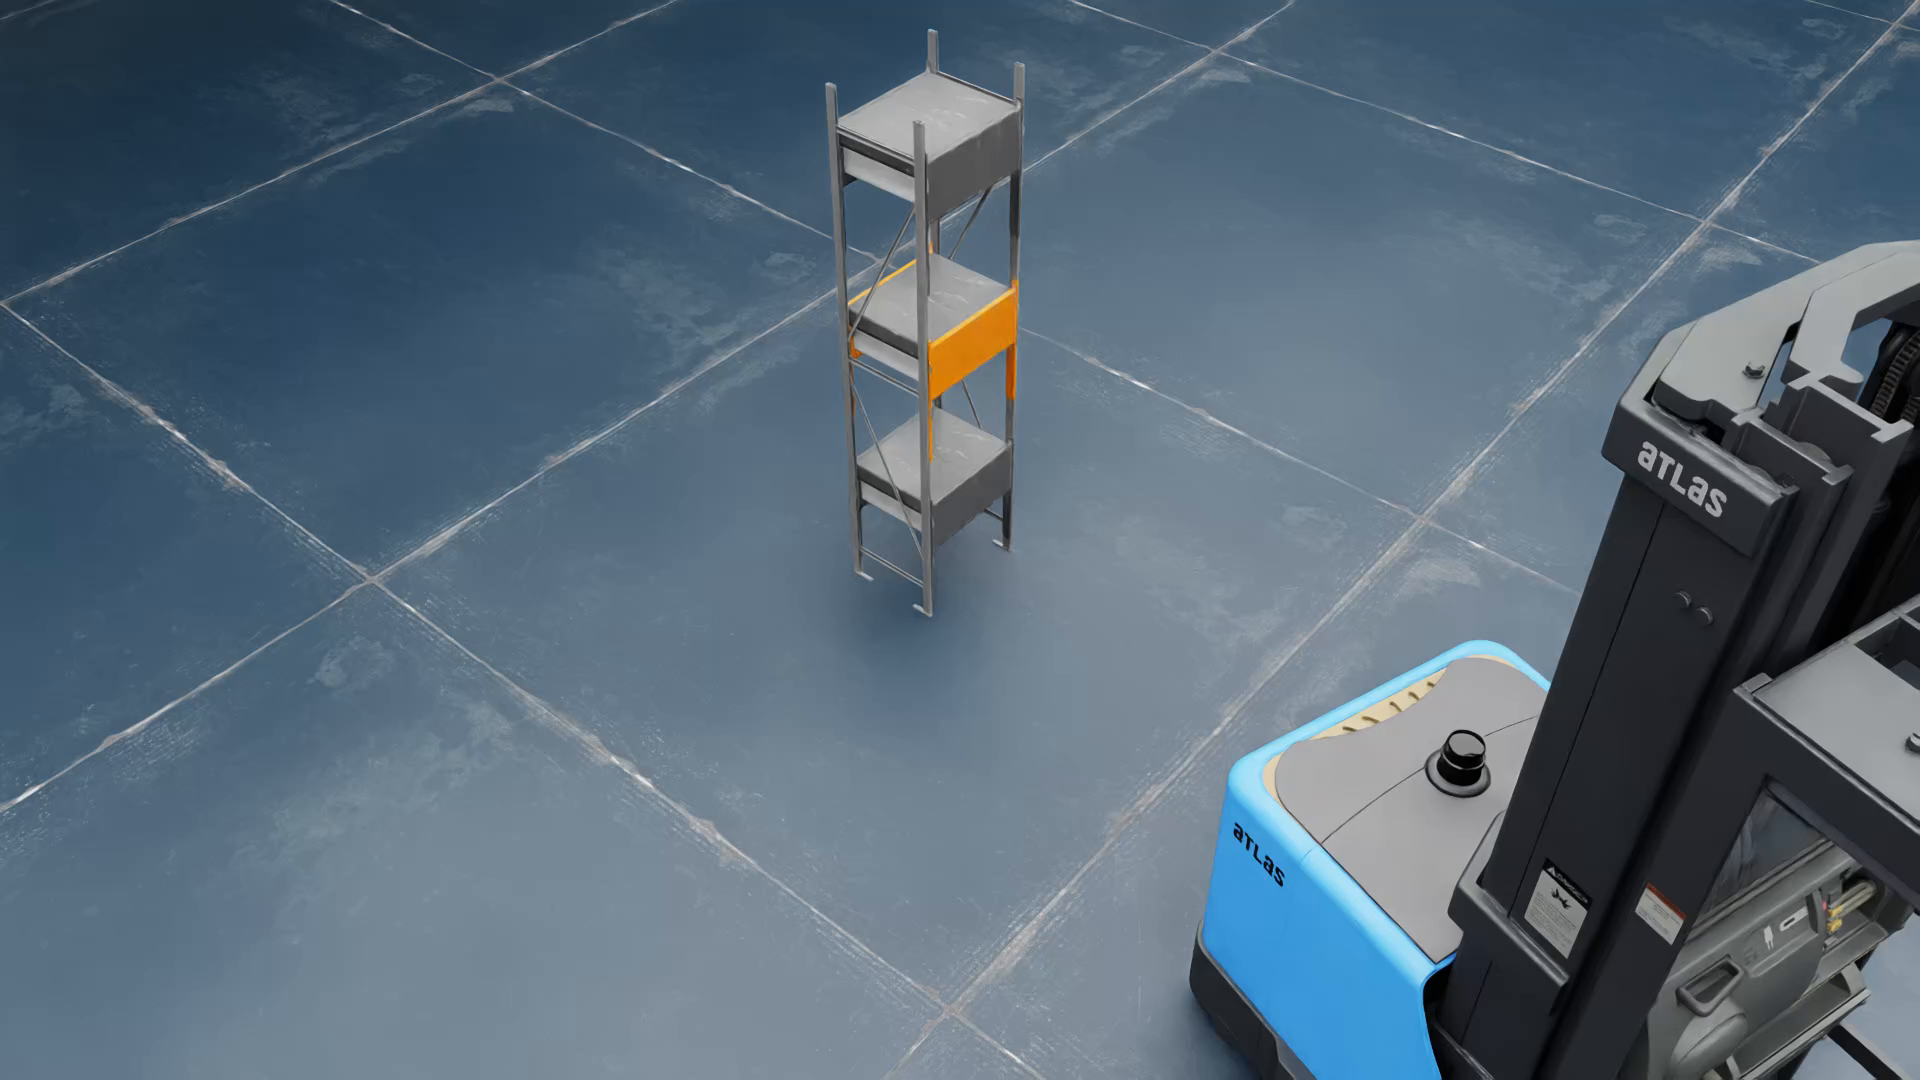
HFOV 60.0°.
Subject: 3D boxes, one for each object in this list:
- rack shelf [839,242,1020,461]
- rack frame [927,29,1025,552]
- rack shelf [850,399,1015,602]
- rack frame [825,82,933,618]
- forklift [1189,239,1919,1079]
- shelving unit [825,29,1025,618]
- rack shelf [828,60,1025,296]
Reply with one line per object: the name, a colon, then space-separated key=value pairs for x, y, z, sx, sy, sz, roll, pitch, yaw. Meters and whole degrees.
rack shelf: x=-0.107 y=-0.682 z=5.959 sx=0.431 sy=0.518 sz=0.480 roll=29 pitch=50 yaw=28
rack frame: x=0.050 y=-0.817 z=6.088 sx=0.400 sy=2.100 sz=0.015 roll=29 pitch=50 yaw=28
rack shelf: x=-0.107 y=-0.164 z=6.430 sx=0.431 sy=0.518 sz=0.480 roll=29 pitch=50 yaw=28
rack frame: x=-0.264 y=-0.566 z=5.812 sx=0.400 sy=2.100 sz=0.015 roll=29 pitch=50 yaw=28
forklift: x=1.912 y=0.992 z=3.480 sx=1.130 sy=2.935 sz=3.031 roll=-23 pitch=47 yaw=-23
shelving unit: x=-0.107 y=-0.692 z=5.950 sx=0.431 sy=2.100 sz=0.503 roll=29 pitch=50 yaw=28
rack shelf: x=-0.107 y=-1.199 z=5.488 sx=0.431 sy=0.518 sz=0.480 roll=29 pitch=50 yaw=28
